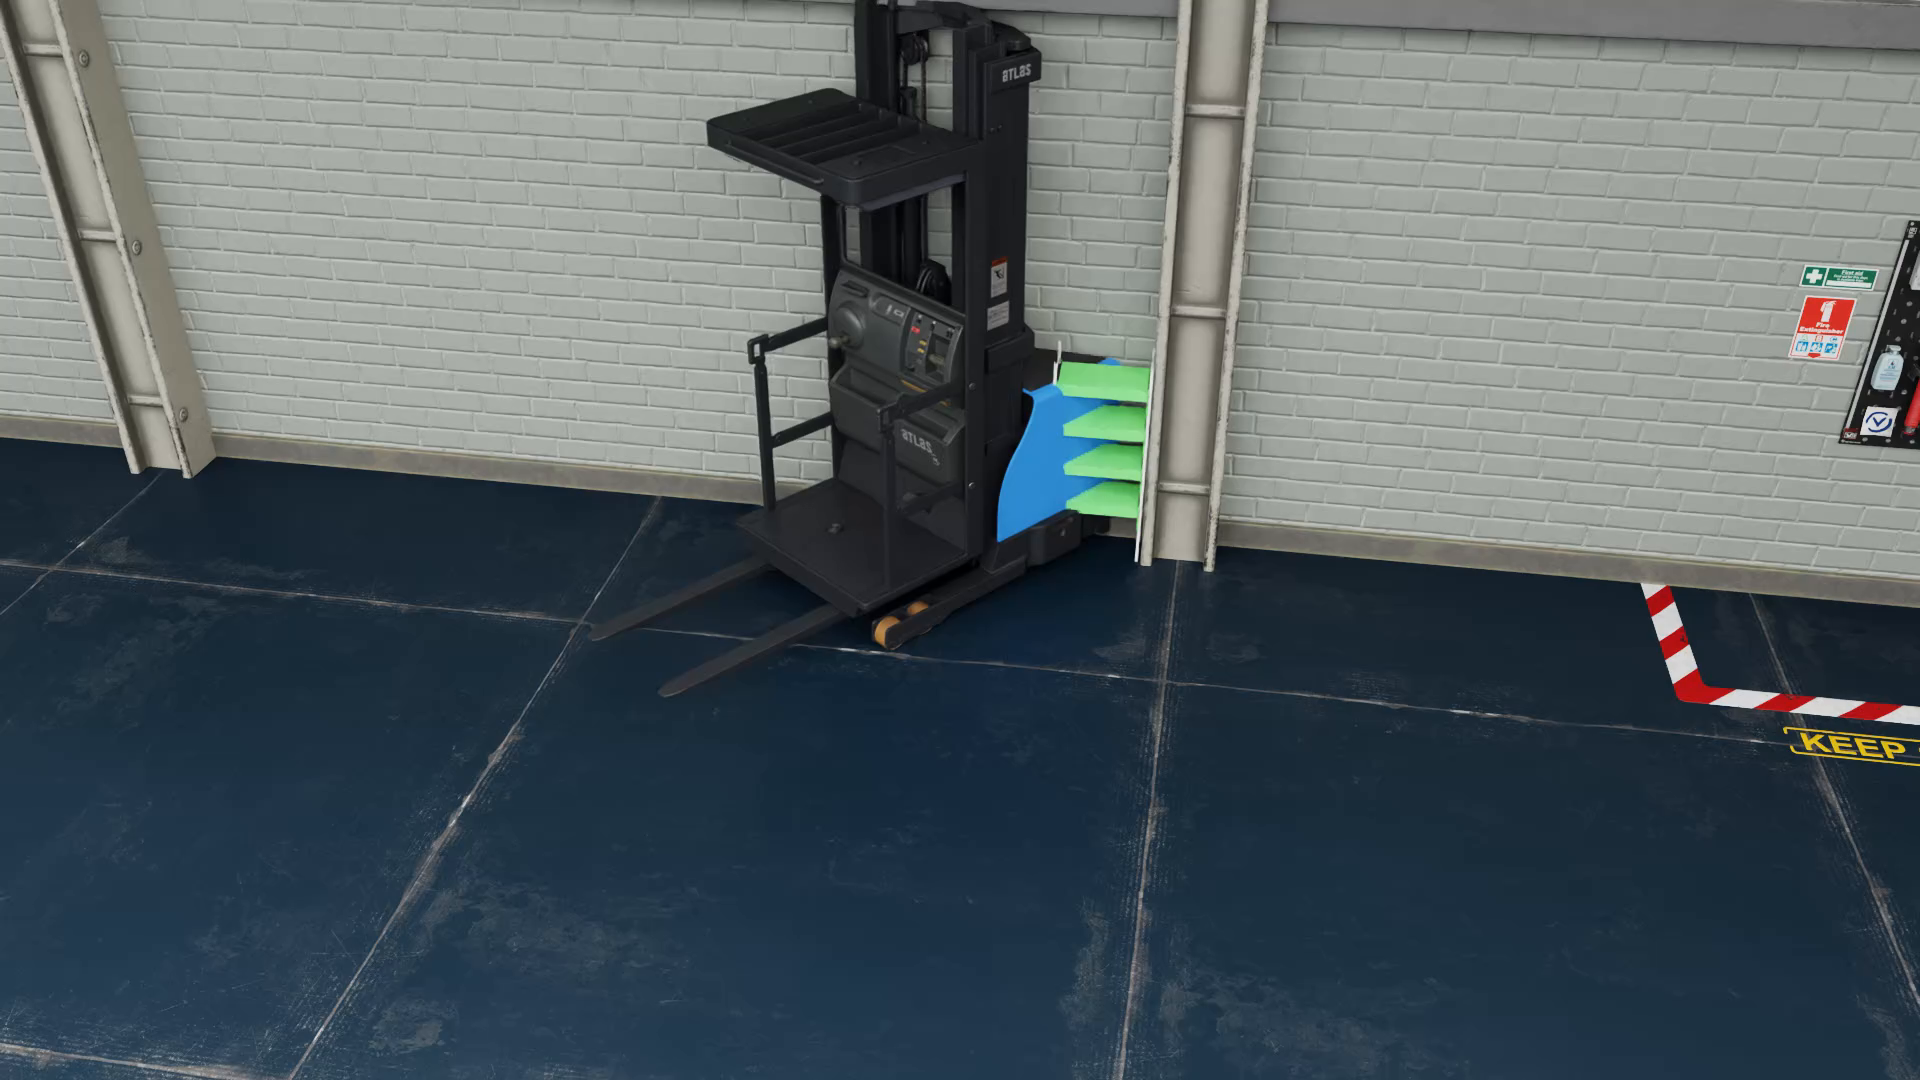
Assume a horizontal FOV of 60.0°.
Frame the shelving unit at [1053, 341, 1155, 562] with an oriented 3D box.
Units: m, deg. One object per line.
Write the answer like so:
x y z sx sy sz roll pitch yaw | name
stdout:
0.739 -0.452 8.838 0.503 1.200 0.258 5 36 7 | shelving unit

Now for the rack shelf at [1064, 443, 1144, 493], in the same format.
0.739 -0.400 8.875 0.480 0.148 0.258 5 36 7 | rack shelf

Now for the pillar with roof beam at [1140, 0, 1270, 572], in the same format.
0.477 -1.490 3.148 0.400 9.000 9.100 5 32 8 | pillar with roof beam

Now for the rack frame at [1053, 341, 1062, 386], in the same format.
0.498 -0.474 8.866 0.015 1.200 0.240 5 36 7 | rack frame

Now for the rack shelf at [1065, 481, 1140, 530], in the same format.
0.737 -0.205 9.015 0.480 0.148 0.258 5 36 7 | rack shelf

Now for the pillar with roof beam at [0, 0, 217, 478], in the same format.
-5.437 -2.025 4.004 0.400 9.000 9.100 5 32 8 | pillar with roof beam

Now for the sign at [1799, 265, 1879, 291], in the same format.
4.162 -1.241 7.873 0.331 0.109 0.001 5 32 8 | sign

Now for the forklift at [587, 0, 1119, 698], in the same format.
-0.478 -1.003 8.089 3.031 2.935 1.130 -26 40 -35 | forklift

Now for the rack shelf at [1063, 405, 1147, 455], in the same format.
0.740 -0.596 8.736 0.480 0.148 0.258 5 36 7 | rack shelf

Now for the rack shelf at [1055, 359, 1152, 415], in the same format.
0.742 -0.791 8.597 0.480 0.148 0.258 5 36 7 | rack shelf

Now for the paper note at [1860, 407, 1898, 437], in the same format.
4.523 -0.582 8.182 0.142 0.148 0.016 5 32 8 | paper note

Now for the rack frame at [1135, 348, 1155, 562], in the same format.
0.980 -0.430 8.810 0.015 1.200 0.240 5 36 7 | rack frame

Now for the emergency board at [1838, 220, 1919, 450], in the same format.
4.681 -0.913 7.882 0.626 1.169 0.157 5 32 8 | emergency board

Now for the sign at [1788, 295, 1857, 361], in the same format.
4.159 -1.022 8.021 0.234 0.329 0.001 5 32 8 | sign
